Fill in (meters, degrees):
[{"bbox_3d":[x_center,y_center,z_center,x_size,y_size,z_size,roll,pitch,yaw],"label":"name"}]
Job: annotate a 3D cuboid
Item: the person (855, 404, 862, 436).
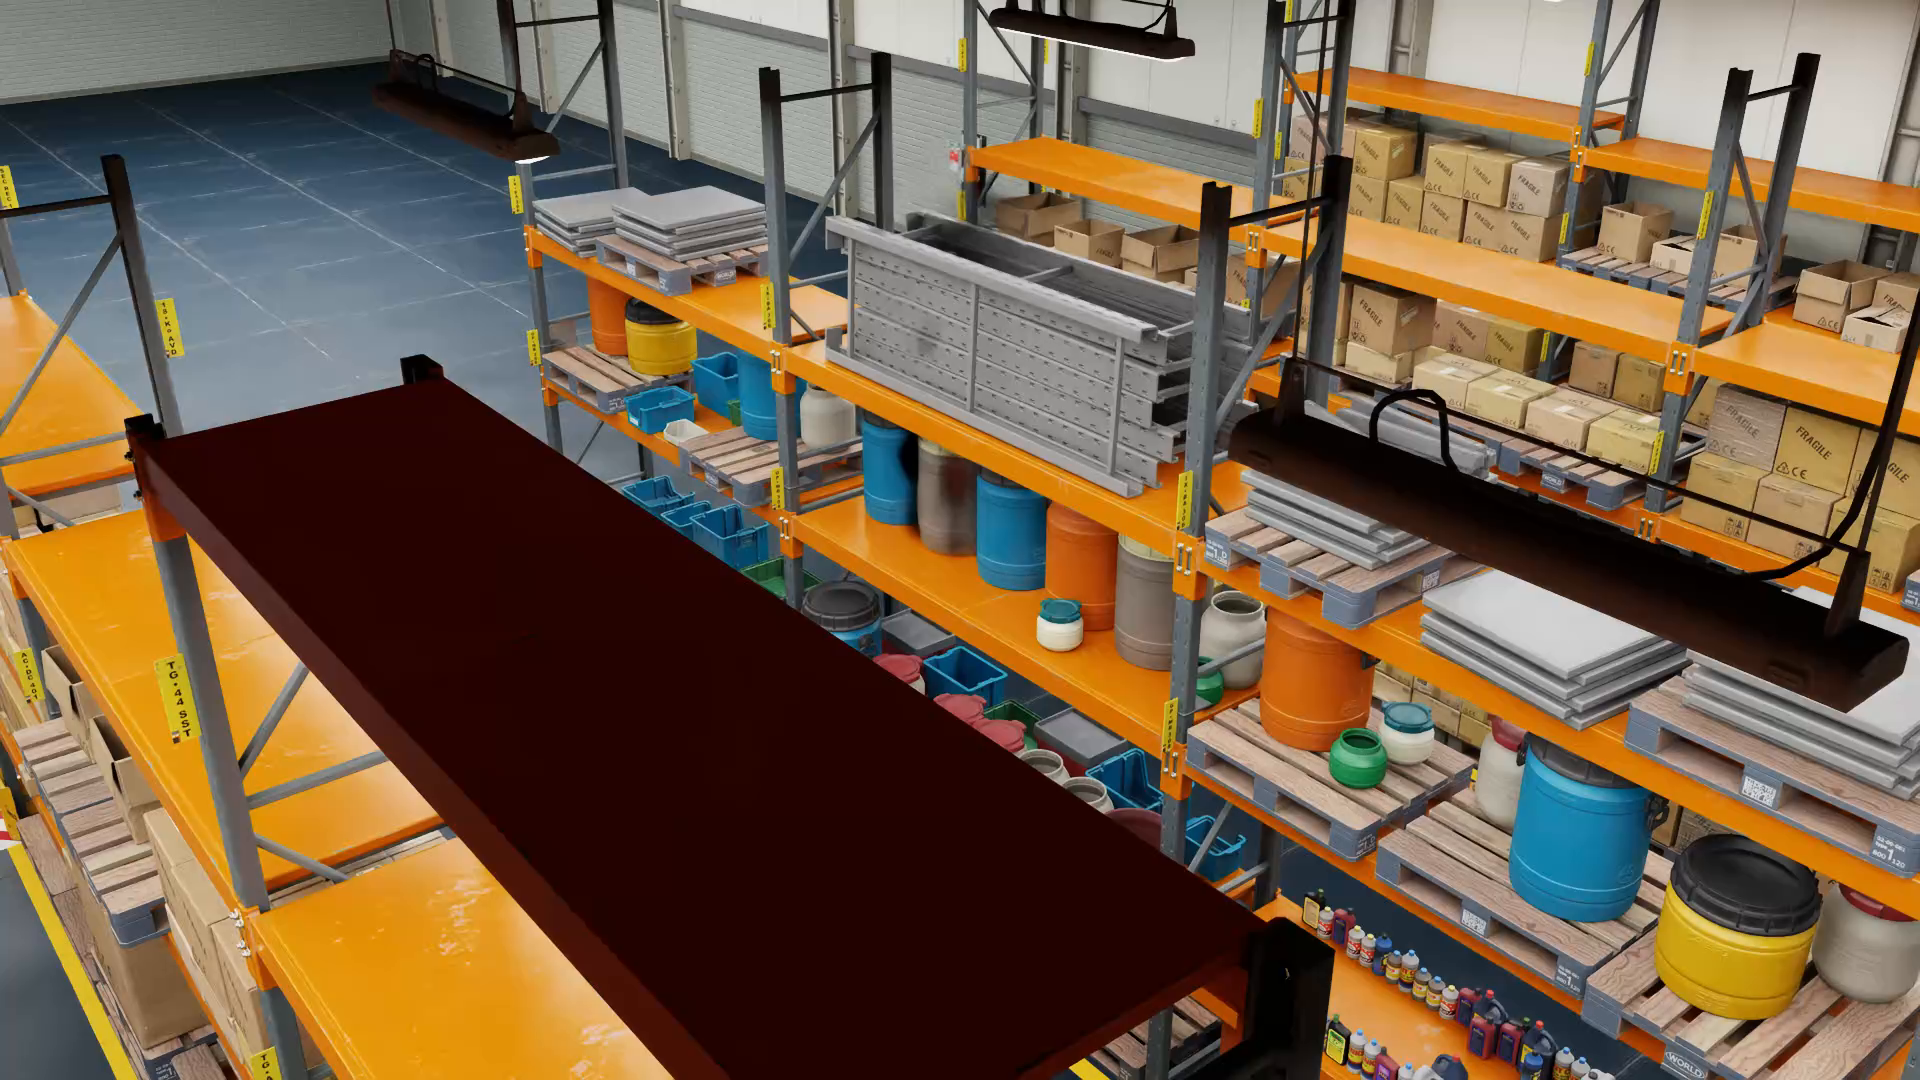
[{"bbox_3d":[-1.288,-1.636,19.715,0.848,1.723,0.669,-5,26,-10],"label":"person"}]
